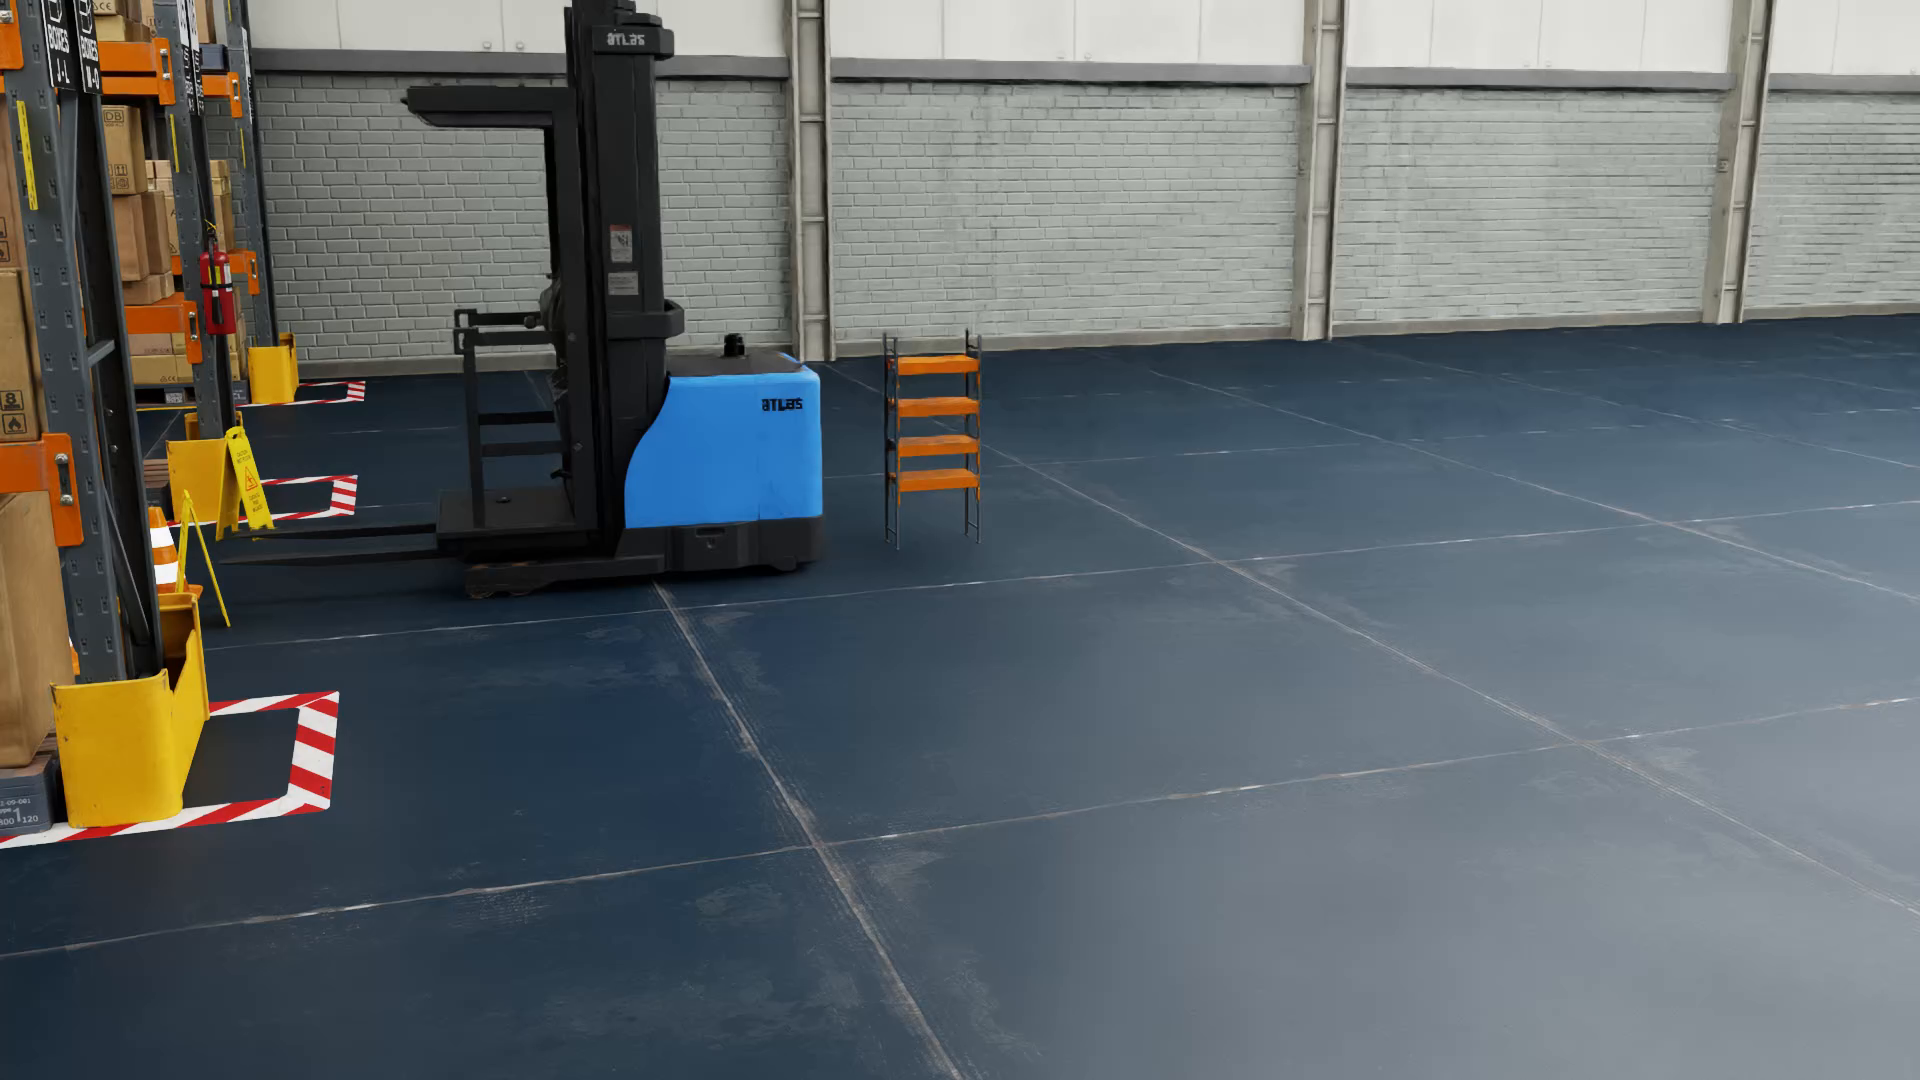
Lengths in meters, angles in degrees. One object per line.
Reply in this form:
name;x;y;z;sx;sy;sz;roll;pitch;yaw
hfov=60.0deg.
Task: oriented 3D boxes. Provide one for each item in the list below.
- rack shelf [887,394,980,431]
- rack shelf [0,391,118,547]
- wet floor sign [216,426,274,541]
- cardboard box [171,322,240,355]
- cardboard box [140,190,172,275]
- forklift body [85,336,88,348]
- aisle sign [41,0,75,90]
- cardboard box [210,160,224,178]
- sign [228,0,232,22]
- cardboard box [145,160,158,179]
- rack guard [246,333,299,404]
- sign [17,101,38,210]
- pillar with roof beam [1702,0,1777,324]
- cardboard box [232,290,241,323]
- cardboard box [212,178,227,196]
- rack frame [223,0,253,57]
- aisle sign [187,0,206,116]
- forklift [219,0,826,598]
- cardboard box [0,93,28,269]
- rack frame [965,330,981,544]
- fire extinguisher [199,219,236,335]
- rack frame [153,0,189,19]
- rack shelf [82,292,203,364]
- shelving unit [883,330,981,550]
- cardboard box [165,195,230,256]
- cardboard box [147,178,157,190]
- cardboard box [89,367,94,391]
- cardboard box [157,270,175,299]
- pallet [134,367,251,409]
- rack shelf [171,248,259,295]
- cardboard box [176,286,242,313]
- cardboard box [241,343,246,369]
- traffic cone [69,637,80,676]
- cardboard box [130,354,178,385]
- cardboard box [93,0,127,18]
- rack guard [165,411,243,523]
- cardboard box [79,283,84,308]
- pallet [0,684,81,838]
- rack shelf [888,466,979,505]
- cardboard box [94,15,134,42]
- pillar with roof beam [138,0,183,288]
rack shelf;-0.157;-0.724;9.416;0.480;0.148;0.258;-4;14;-18
rack shelf;-4.929;-0.128;5.253;4.000;0.370;1.077;-4;14;-18
wet floor sign;-4.186;-0.338;9.668;0.232;0.644;0.267;0;13;1
cardboard box;-6.656;-1.797;14.672;0.500;0.250;0.500;-5;14;-19
cardboard box;-5.245;-1.923;10.386;0.500;0.500;0.500;-5;14;-19
forklift body;-7.510;-1.839;12.727;1.214;2.155;2.313;-4;14;-18
aisle sign;-2.870;-1.830;5.235;0.004;0.787;0.394;-4;14;-18
cardboard box;-6.566;-3.228;14.473;0.250;0.149;0.380;-4;14;-18
sign;-6.134;-4.524;13.954;0.005;0.325;0.100;-4;14;-18
cardboard box;-7.030;-3.178;14.261;0.250;0.149;0.380;-4;14;-17
rack guard;-6.271;-1.578;15.196;0.348;0.500;1.175;-4;14;-18
sign;-2.873;-1.184;5.125;0.005;0.325;0.100;-4;14;-18
pillar with roof beam;11.191;-6.241;16.435;0.400;9.000;9.100;-4;14;-18
cardboard box;-6.631;-2.043;14.622;0.500;0.250;0.500;-4;14;-16
cardboard box;-6.533;-3.069;14.446;0.250;0.149;0.380;-4;14;-17
rack frame;-6.294;-5.711;14.205;0.127;3.000;1.000;-4;14;-18
aisle sign;-4.748;-3.041;10.328;0.004;0.787;0.394;-4;14;-18
forklift;-2.296;-1.267;8.634;3.031;2.935;1.130;-4;14;-16
cardboard box;-3.397;-1.205;5.569;0.550;0.550;0.875;-4;14;-18
rack frame;0.074;-0.590;9.528;0.015;1.200;0.240;-4;14;-18
fire extinguisher;-4.452;-1.573;9.943;0.183;0.674;0.296;-4;14;-18
rack frame;-4.708;-4.622;9.629;0.127;3.000;1.000;-4;14;-18
rack shelf;-6.603;-1.206;9.786;4.000;0.370;1.077;-4;14;-18
shelving unit;-0.157;-0.571;9.453;0.503;1.200;0.258;-4;14;-18
cardboard box;-6.677;-2.747;14.493;0.500;0.500;0.500;-5;14;-19
cardboard box;-7.032;-3.038;14.316;0.250;0.149;0.380;-4;14;-17
cardboard box;-5.384;-0.819;10.017;0.500;0.500;0.500;-4;14;-18
cardboard box;-5.096;-1.602;10.438;0.250;0.149;0.380;-4;14;-18
pallet;-7.006;-1.370;14.946;1.213;0.211;1.003;-4;14;-18
rack shelf;-8.190;-2.295;14.362;4.000;0.370;1.077;-4;14;-18
cardboard box;-6.810;-2.151;15.078;0.500;0.250;0.500;-5;14;-19
cardboard box;-6.822;-1.665;15.197;0.500;0.250;0.500;-4;14;-18
traffic cone;-3.989;0.336;7.229;0.334;0.463;0.336;-4;14;-18
cardboard box;-7.113;-1.520;14.586;0.500;0.250;0.500;-4;14;-18
cardboard box;-5.107;-3.138;9.552;0.500;0.250;0.500;-5;14;-19
rack guard;-4.780;-0.482;10.589;0.348;0.500;1.175;-4;14;-18
cardboard box;-5.199;-1.464;9.858;0.250;0.149;0.380;-5;14;-19
pallet;-3.766;0.807;5.793;1.213;0.211;1.003;-4;14;-18
rack shelf;-0.157;-0.313;9.514;0.480;0.148;0.258;-4;14;-18
cardboard box;-4.957;-2.953;9.637;0.250;0.149;0.380;-4;14;-18
pillar with roof beam;-5.869;-4.913;10.850;0.400;9.000;9.100;-4;14;-18
